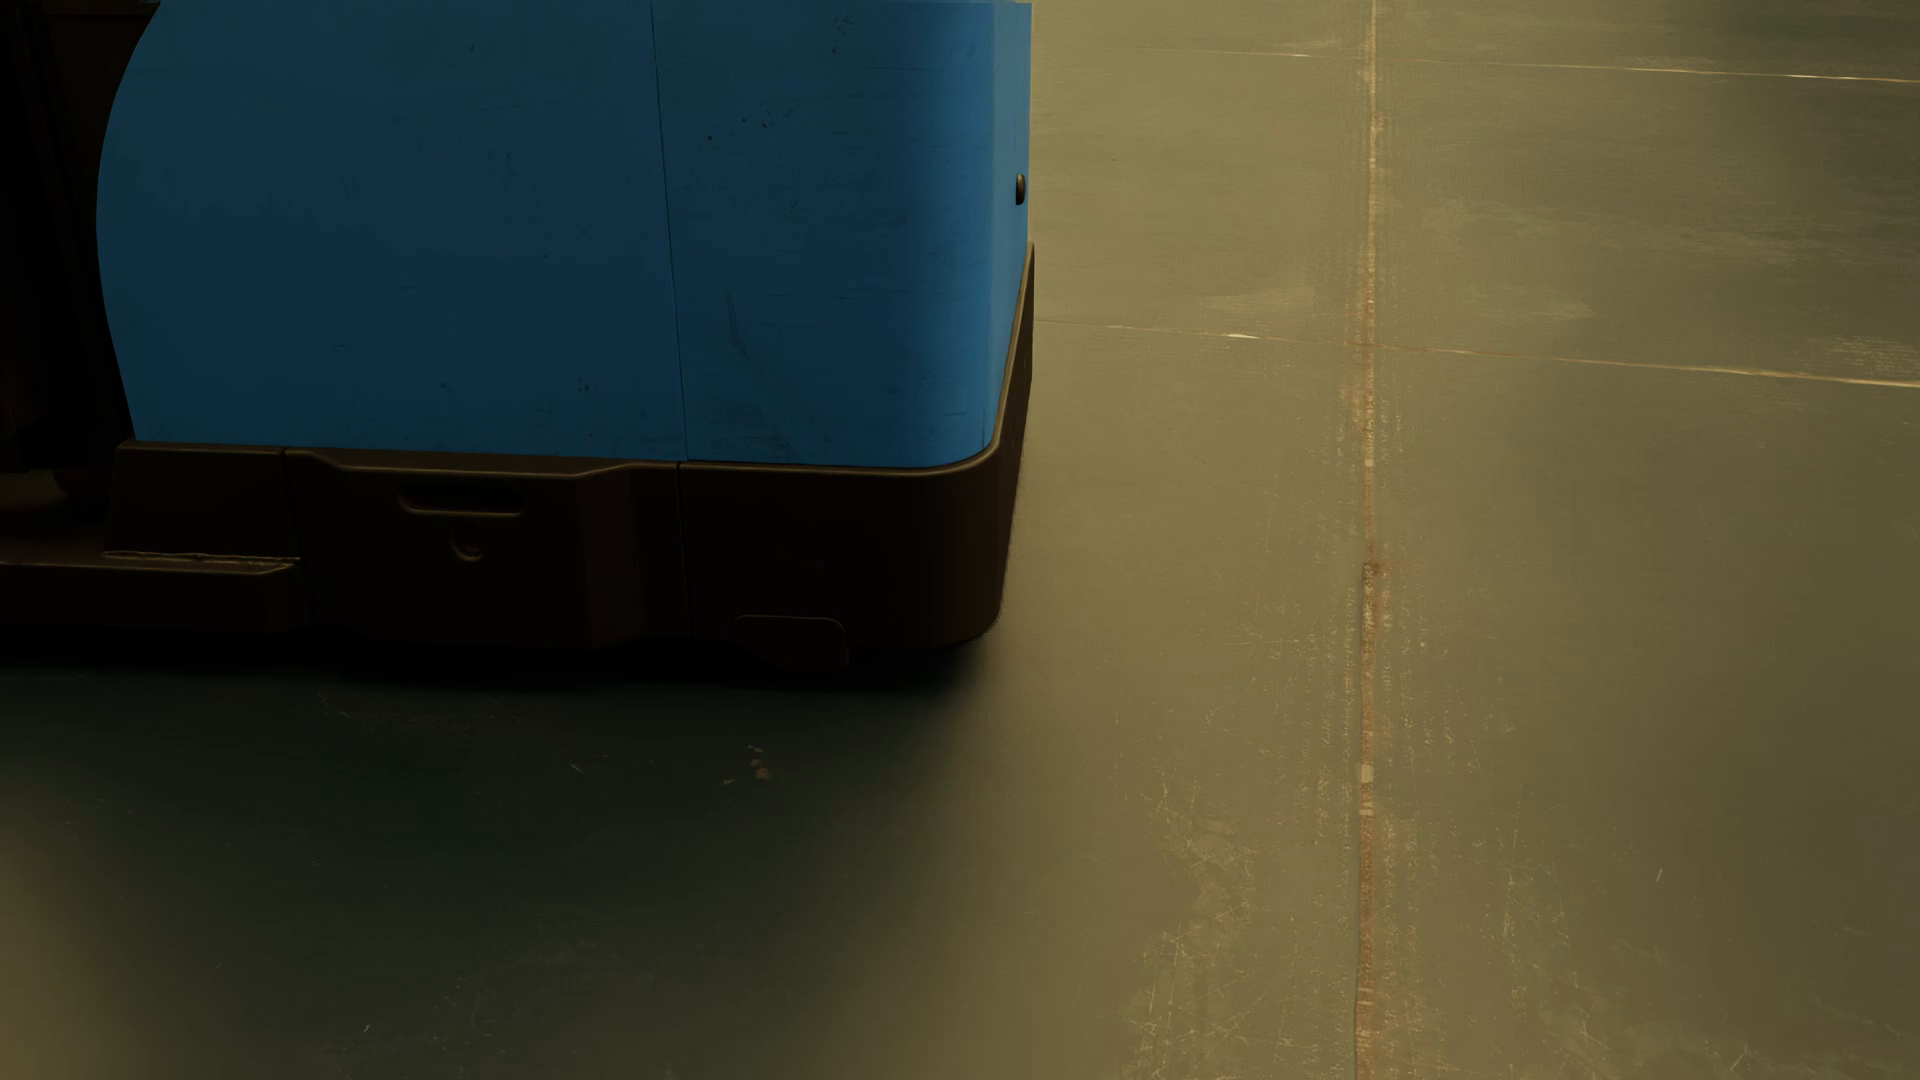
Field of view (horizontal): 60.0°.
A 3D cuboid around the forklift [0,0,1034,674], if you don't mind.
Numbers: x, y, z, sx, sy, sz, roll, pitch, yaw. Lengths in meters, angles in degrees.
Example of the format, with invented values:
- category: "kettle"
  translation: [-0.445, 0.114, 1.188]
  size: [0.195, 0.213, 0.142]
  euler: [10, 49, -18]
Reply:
- category: "forklift"
  translation: [-1.422, -1.399, 2.020]
  size: [3.031, 2.935, 1.130]
  euler: [2, 27, 5]

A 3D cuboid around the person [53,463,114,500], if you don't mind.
- category: "person"
  translation: [-1.021, -0.901, 2.398]
  size: [0.989, 1.678, 0.712]
  euler: [-23, 35, -37]
